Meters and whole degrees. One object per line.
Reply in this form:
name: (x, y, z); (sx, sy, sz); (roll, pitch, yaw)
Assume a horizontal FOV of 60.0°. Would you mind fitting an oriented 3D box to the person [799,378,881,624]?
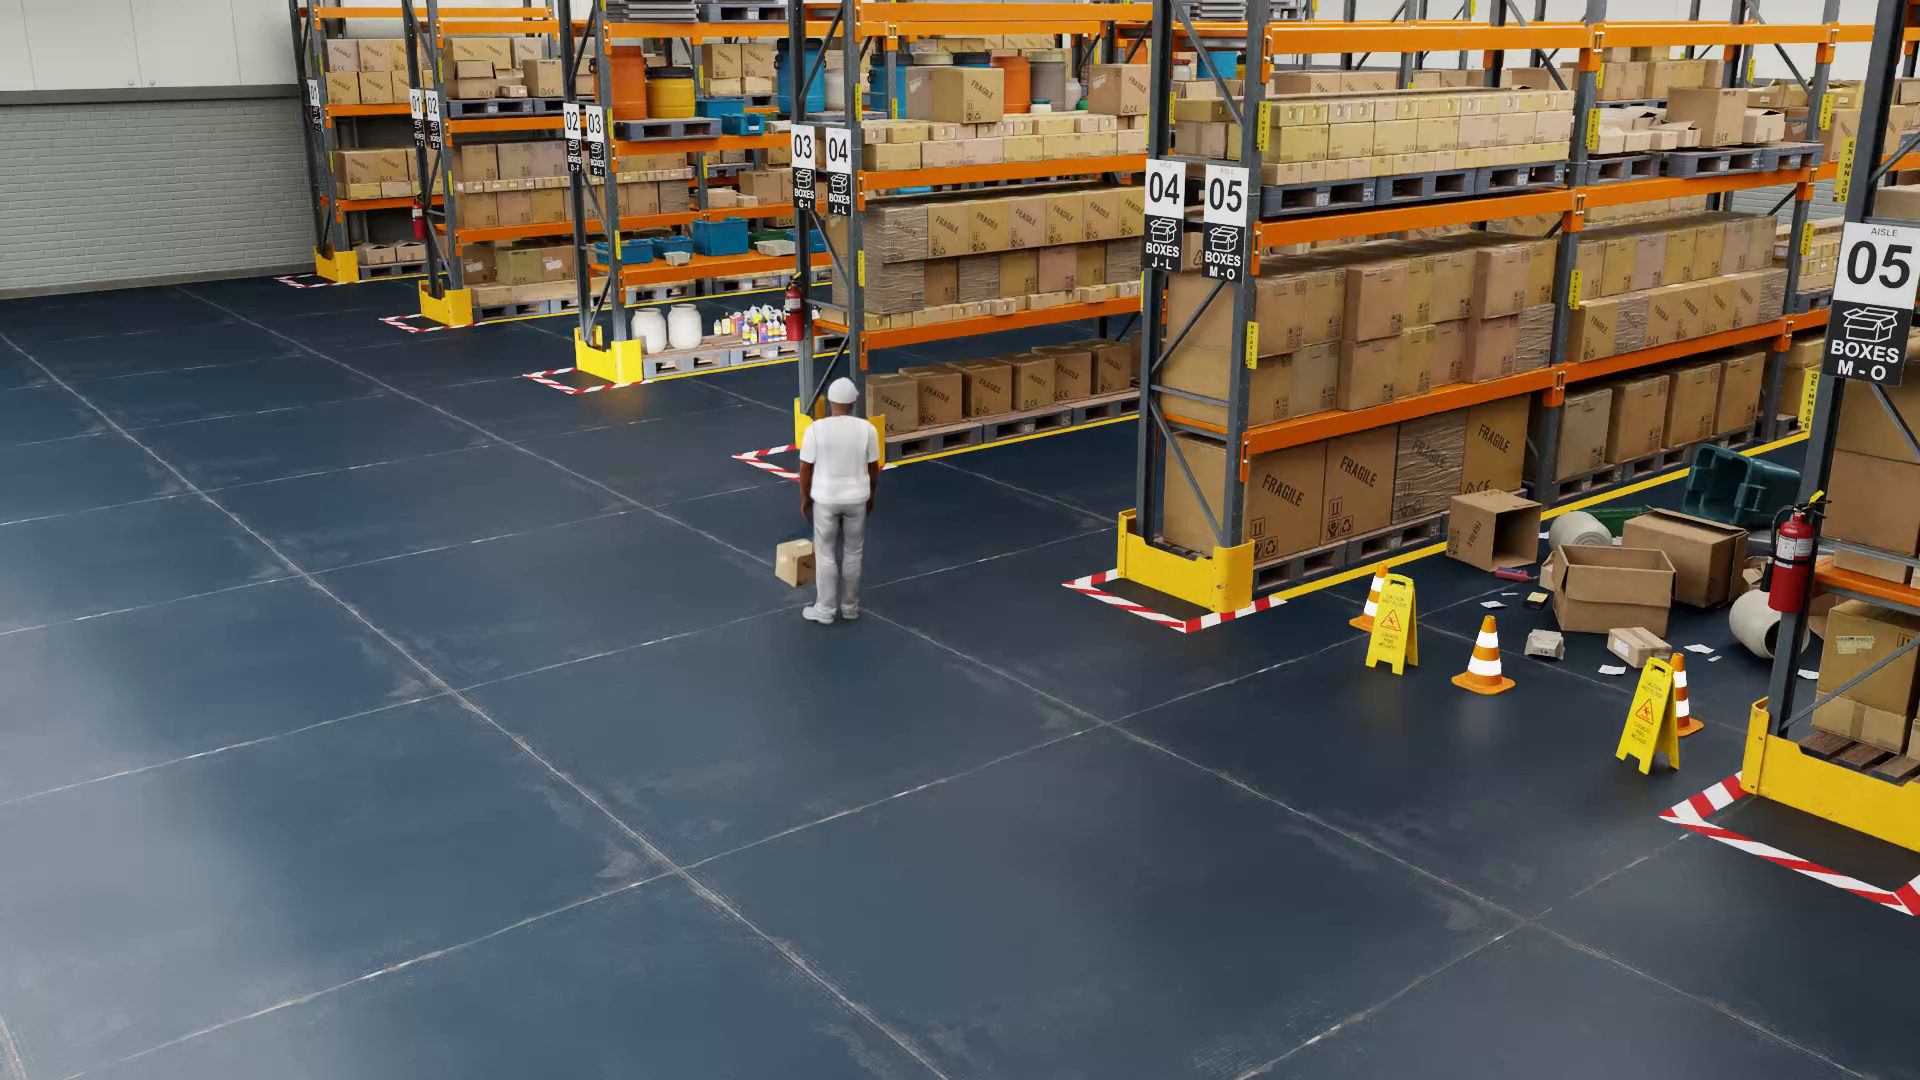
person: (-0.858, -0.285, 11.892); (0.580, 1.776, 0.430); (-3, 18, -10)
